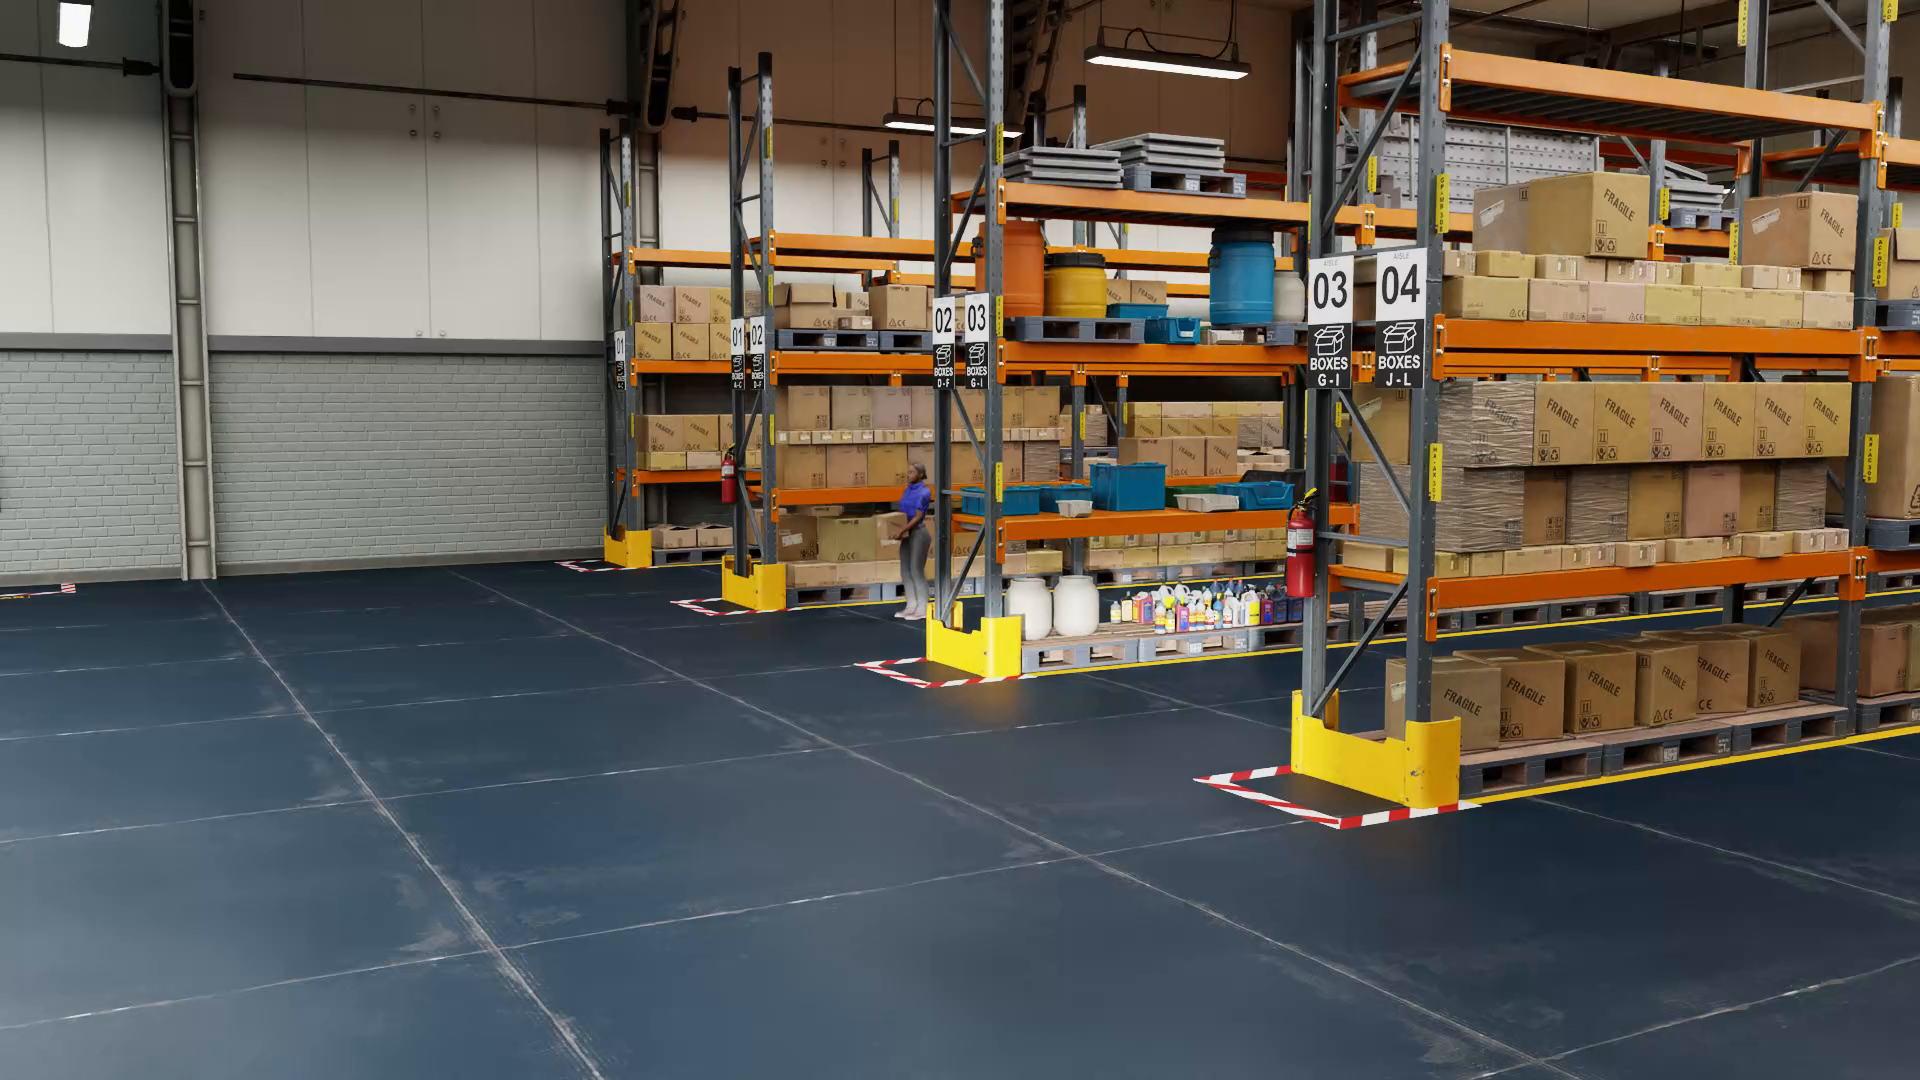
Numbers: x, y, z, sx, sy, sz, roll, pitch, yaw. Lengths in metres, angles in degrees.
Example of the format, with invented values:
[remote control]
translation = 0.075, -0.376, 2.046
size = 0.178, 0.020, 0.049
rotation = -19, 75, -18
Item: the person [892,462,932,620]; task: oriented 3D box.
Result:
[person]
translation = -0.559, 0.007, 17.507
size = 0.497, 1.656, 0.445
rotation = -3, 6, -29
